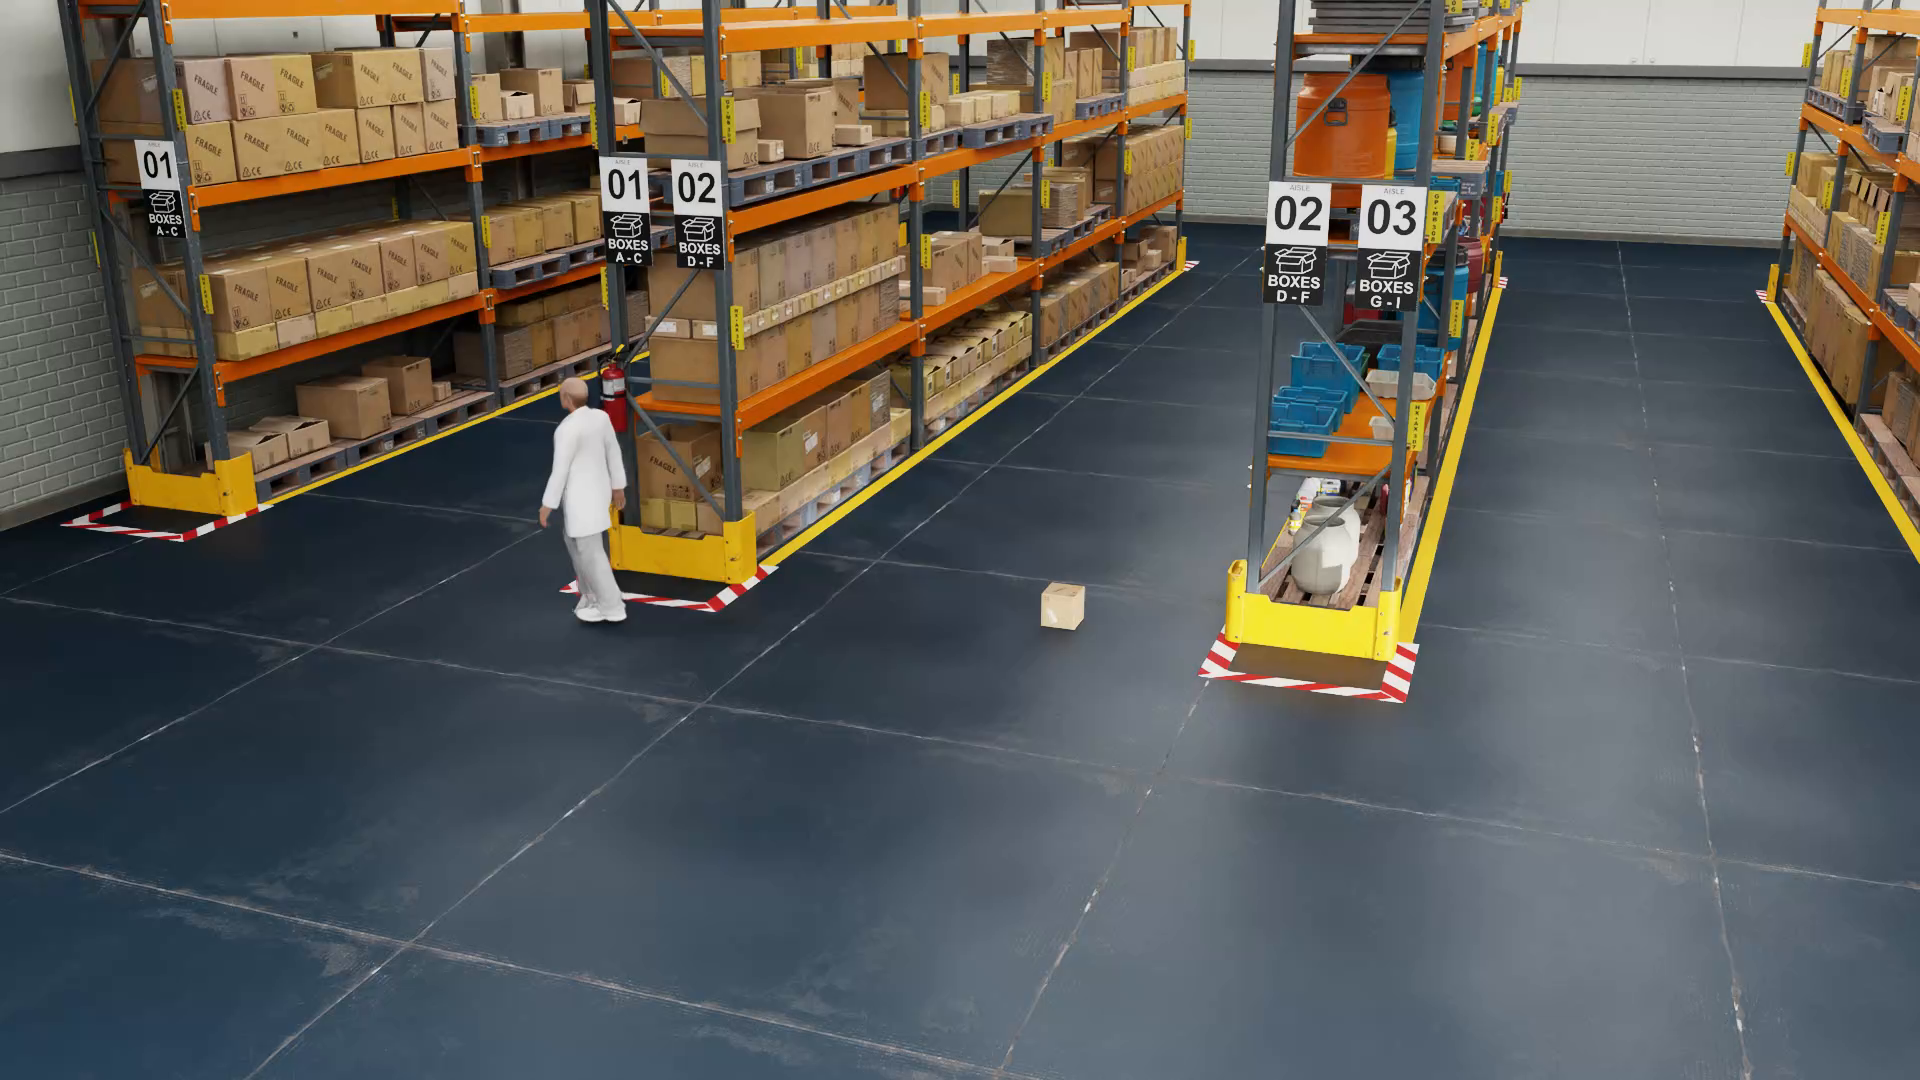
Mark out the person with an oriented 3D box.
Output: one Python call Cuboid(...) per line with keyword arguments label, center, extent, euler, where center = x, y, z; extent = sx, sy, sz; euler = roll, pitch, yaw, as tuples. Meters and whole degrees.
Cuboid(label="person", center=(-2.664, -0.254, 11.918), extent=(0.576, 1.857, 0.662), euler=(6, 19, 17))
